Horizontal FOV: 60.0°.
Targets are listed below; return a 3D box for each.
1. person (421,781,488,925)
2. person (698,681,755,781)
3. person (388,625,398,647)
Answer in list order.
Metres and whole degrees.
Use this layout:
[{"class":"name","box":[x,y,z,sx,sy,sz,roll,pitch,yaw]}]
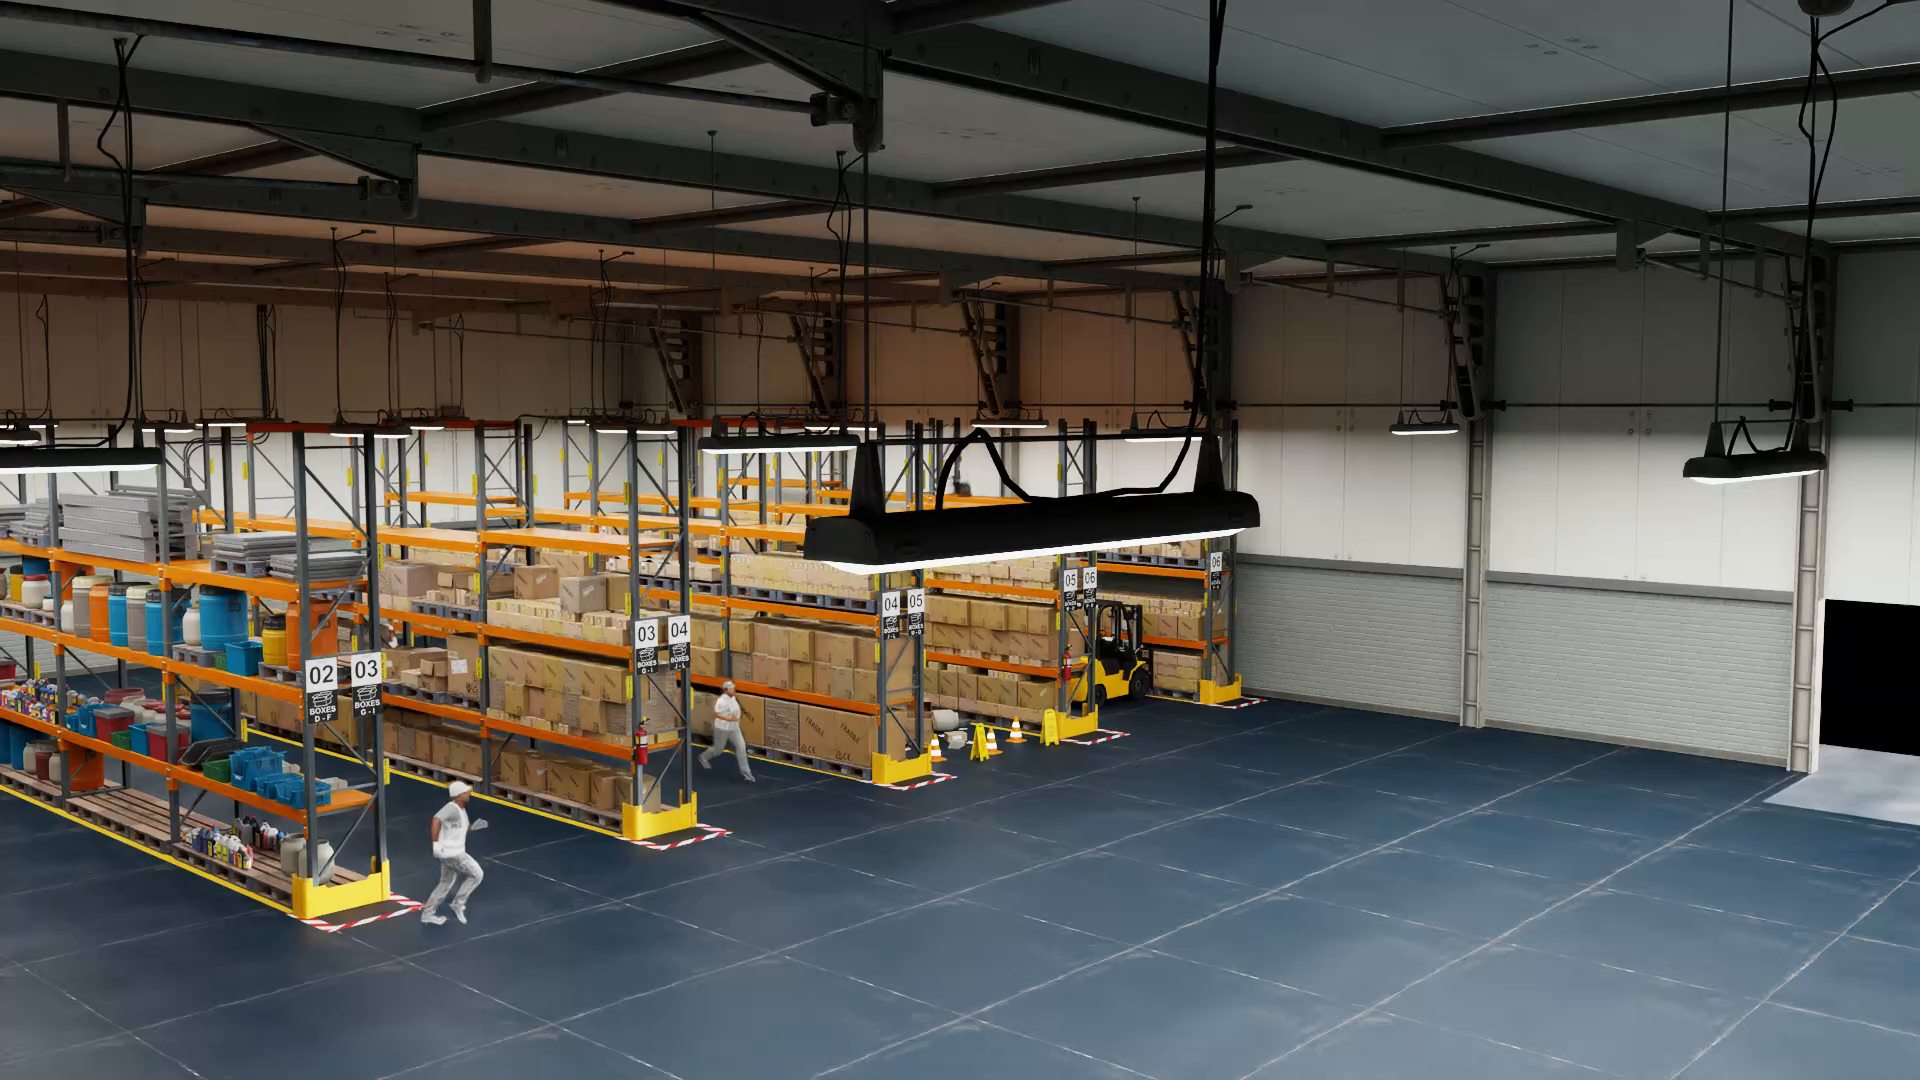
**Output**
[{"class":"person","box":[-6.121,3.794,20.124,0.815,1.752,0.715,-1,5,-16]},{"class":"person","box":[-3.974,3.226,28.122,1.086,1.672,0.574,3,6,33]},{"class":"person","box":[-11.854,2.633,34.377,0.890,1.796,0.640,4,6,39]}]
